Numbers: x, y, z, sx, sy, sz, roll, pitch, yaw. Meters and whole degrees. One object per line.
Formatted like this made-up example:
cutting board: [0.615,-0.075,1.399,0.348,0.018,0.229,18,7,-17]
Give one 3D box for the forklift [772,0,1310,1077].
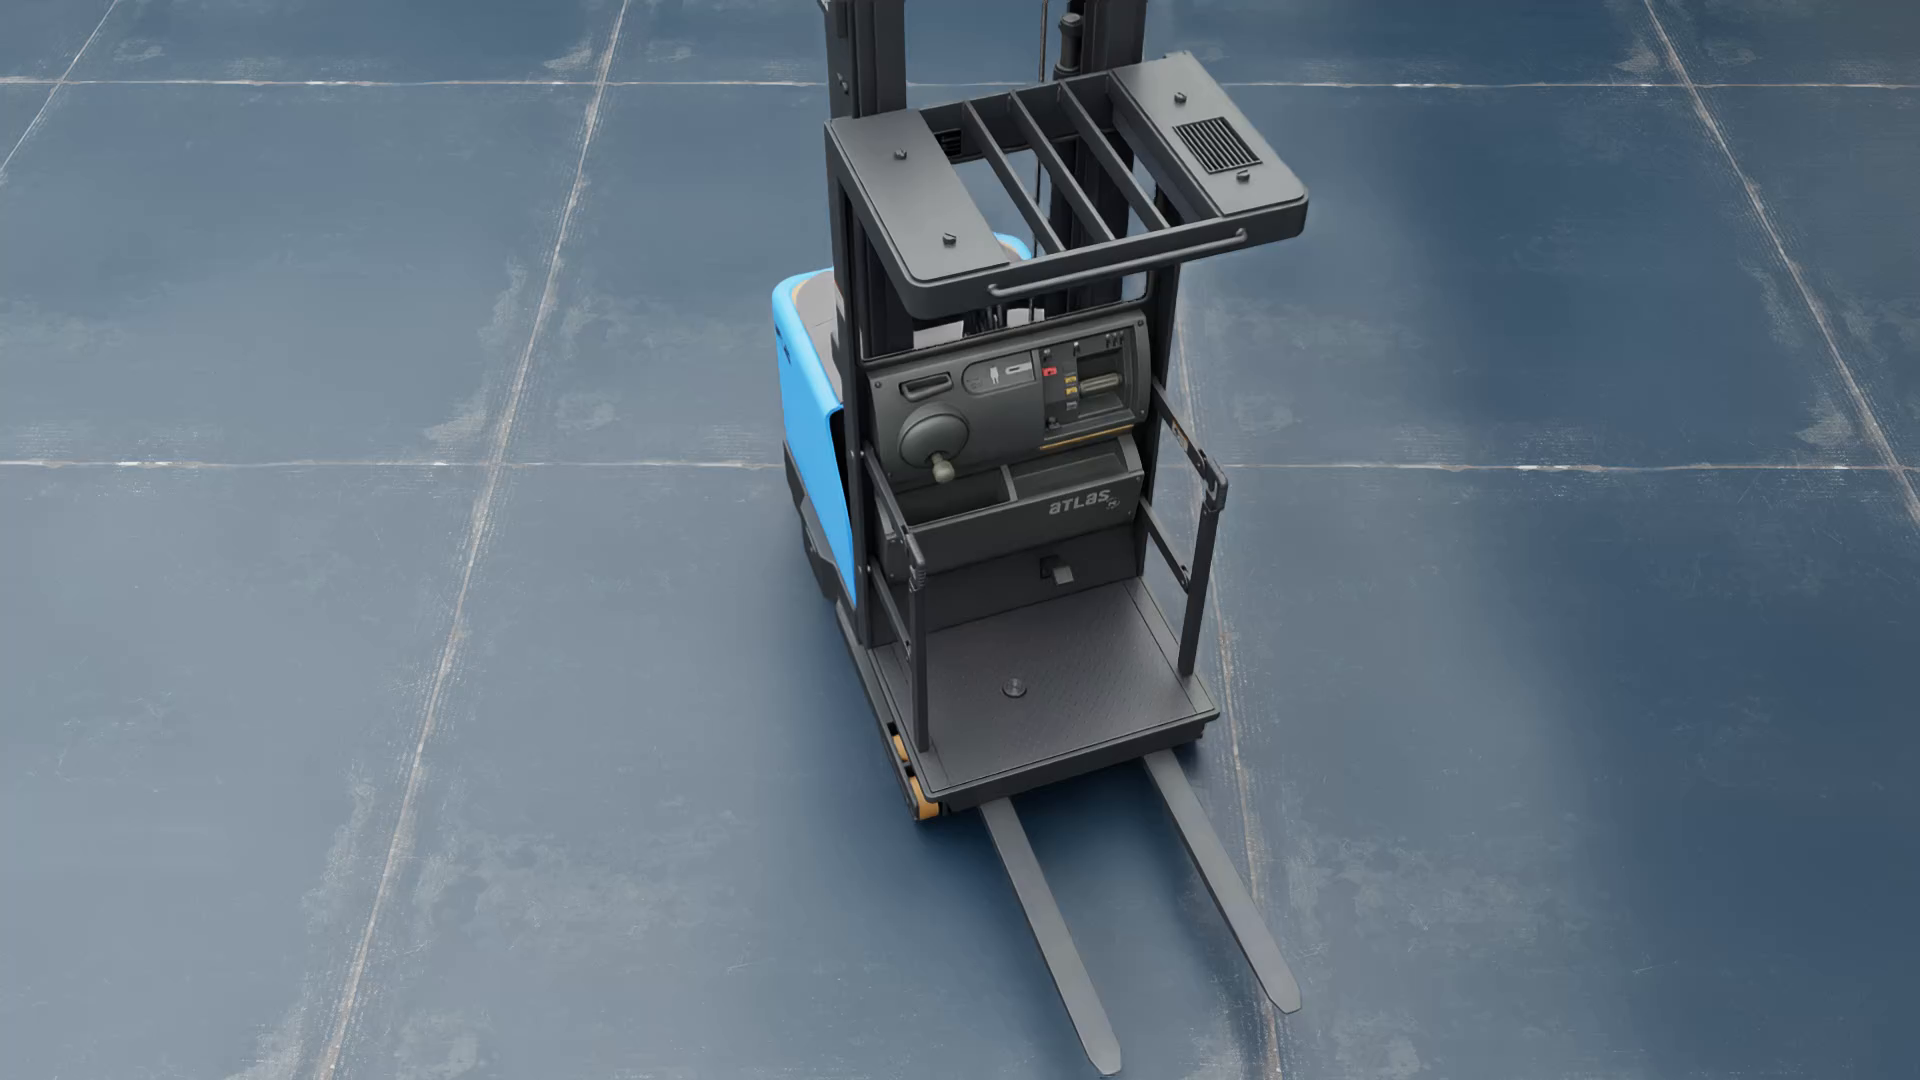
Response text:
forklift: [0.244,-0.353,5.157,1.130,2.935,3.031,-15,49,-13]
